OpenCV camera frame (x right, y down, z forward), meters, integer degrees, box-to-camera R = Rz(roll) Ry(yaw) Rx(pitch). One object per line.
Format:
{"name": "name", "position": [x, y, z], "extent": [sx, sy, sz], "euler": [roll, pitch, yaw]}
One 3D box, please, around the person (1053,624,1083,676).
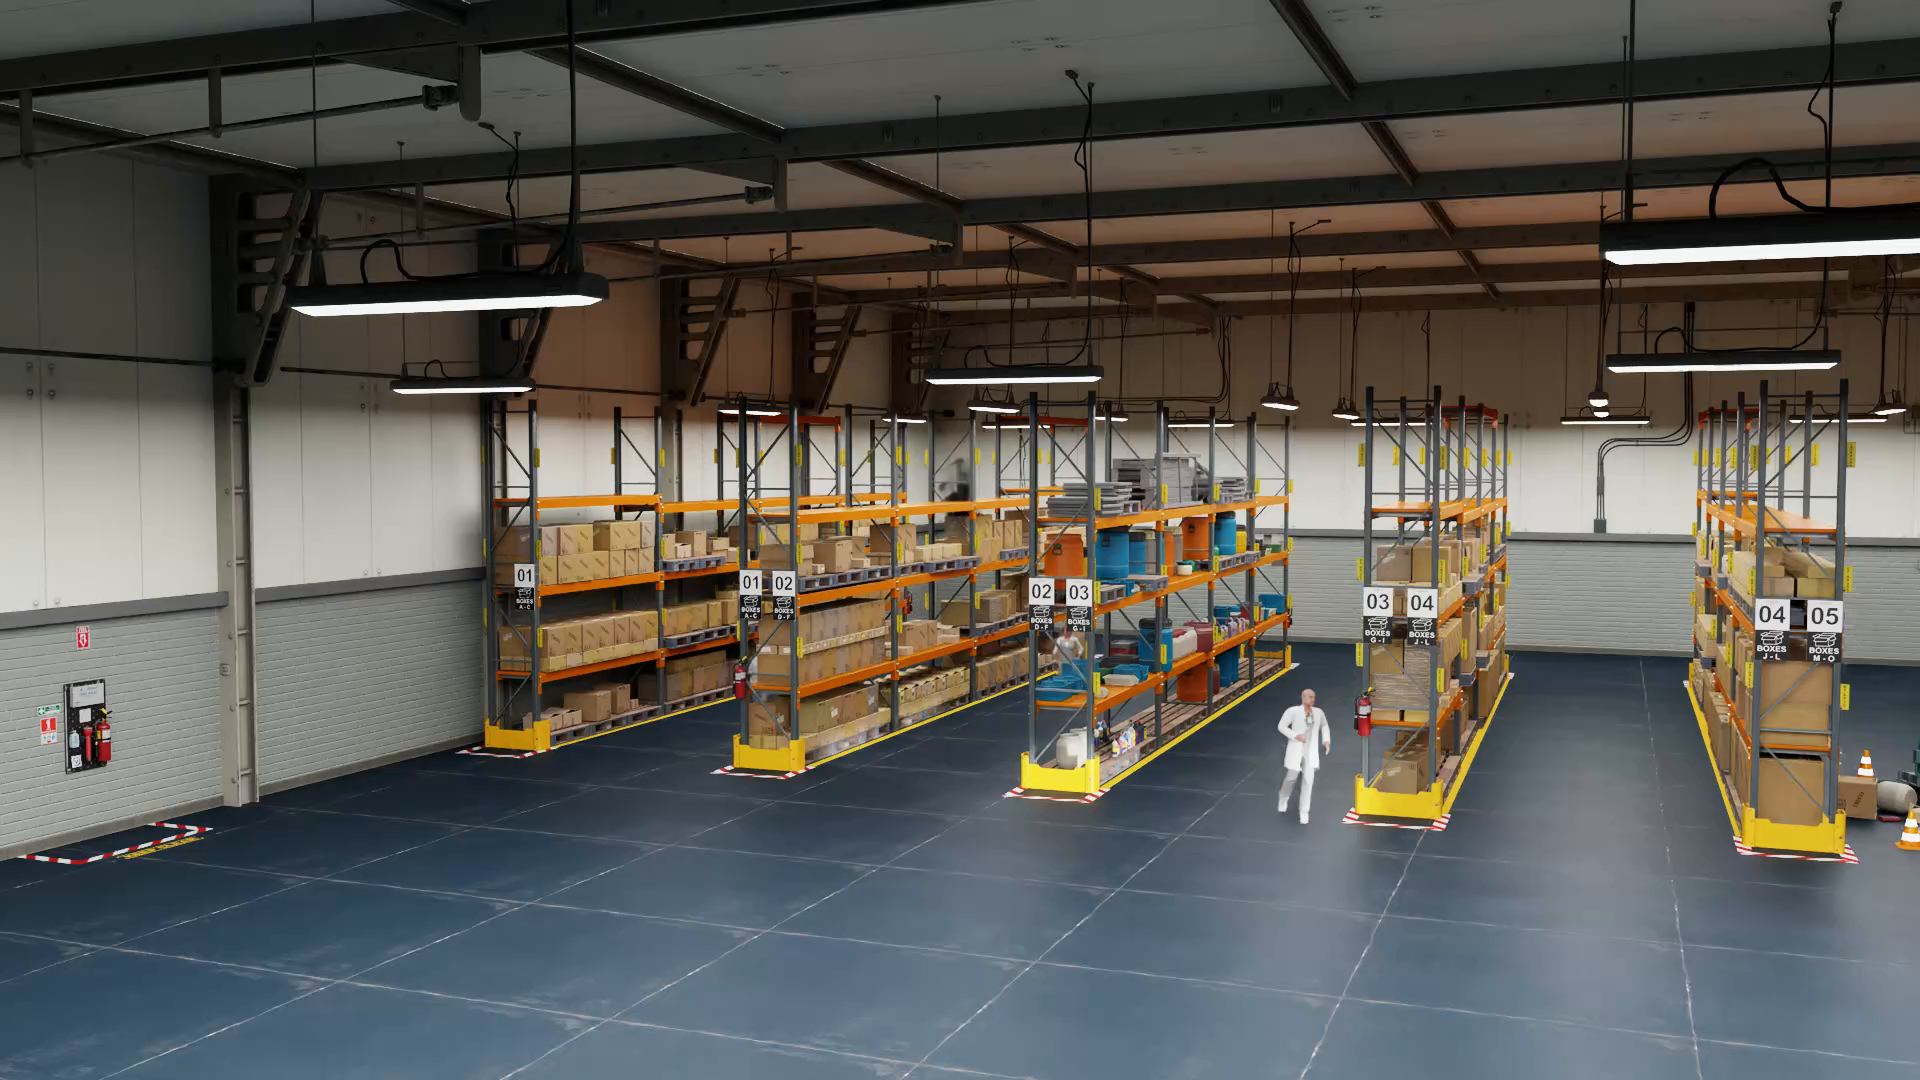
{"name": "person", "position": [2.021, 2.371, 31.295], "extent": [0.551, 1.586, 0.760], "euler": [1, 3, 13]}

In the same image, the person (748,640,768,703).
{"name": "person", "position": [-3.598, 2.653, 29.969], "extent": [0.605, 1.713, 0.855], "euler": [1, 3, 11]}

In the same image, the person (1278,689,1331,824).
{"name": "person", "position": [4.805, 2.969, 23.130], "extent": [0.772, 1.776, 0.966], "euler": [0, 3, -5]}
